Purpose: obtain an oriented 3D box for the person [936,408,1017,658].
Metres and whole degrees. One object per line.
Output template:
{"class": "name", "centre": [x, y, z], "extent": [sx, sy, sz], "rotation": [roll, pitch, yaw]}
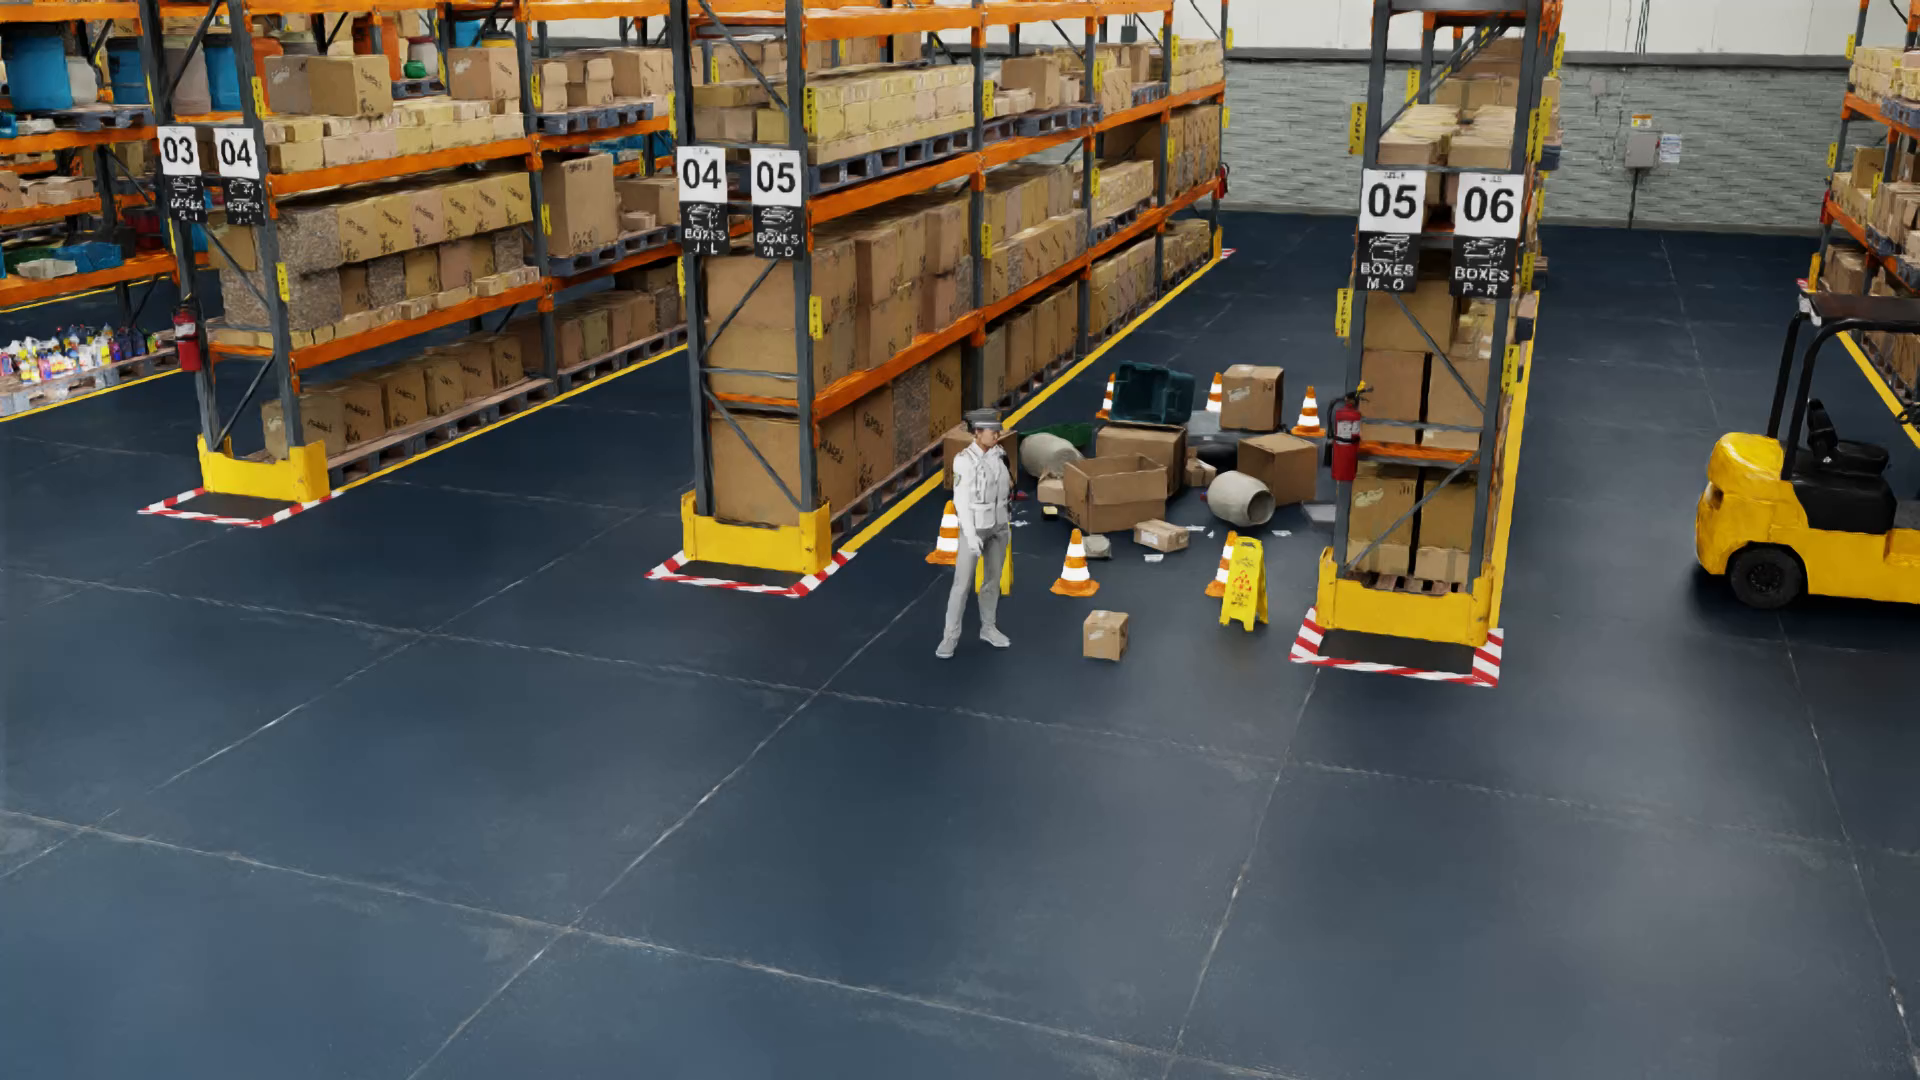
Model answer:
{"class": "person", "centre": [0.101, -0.058, 11.188], "extent": [0.658, 1.671, 0.340], "rotation": [-14, 23, -36]}
